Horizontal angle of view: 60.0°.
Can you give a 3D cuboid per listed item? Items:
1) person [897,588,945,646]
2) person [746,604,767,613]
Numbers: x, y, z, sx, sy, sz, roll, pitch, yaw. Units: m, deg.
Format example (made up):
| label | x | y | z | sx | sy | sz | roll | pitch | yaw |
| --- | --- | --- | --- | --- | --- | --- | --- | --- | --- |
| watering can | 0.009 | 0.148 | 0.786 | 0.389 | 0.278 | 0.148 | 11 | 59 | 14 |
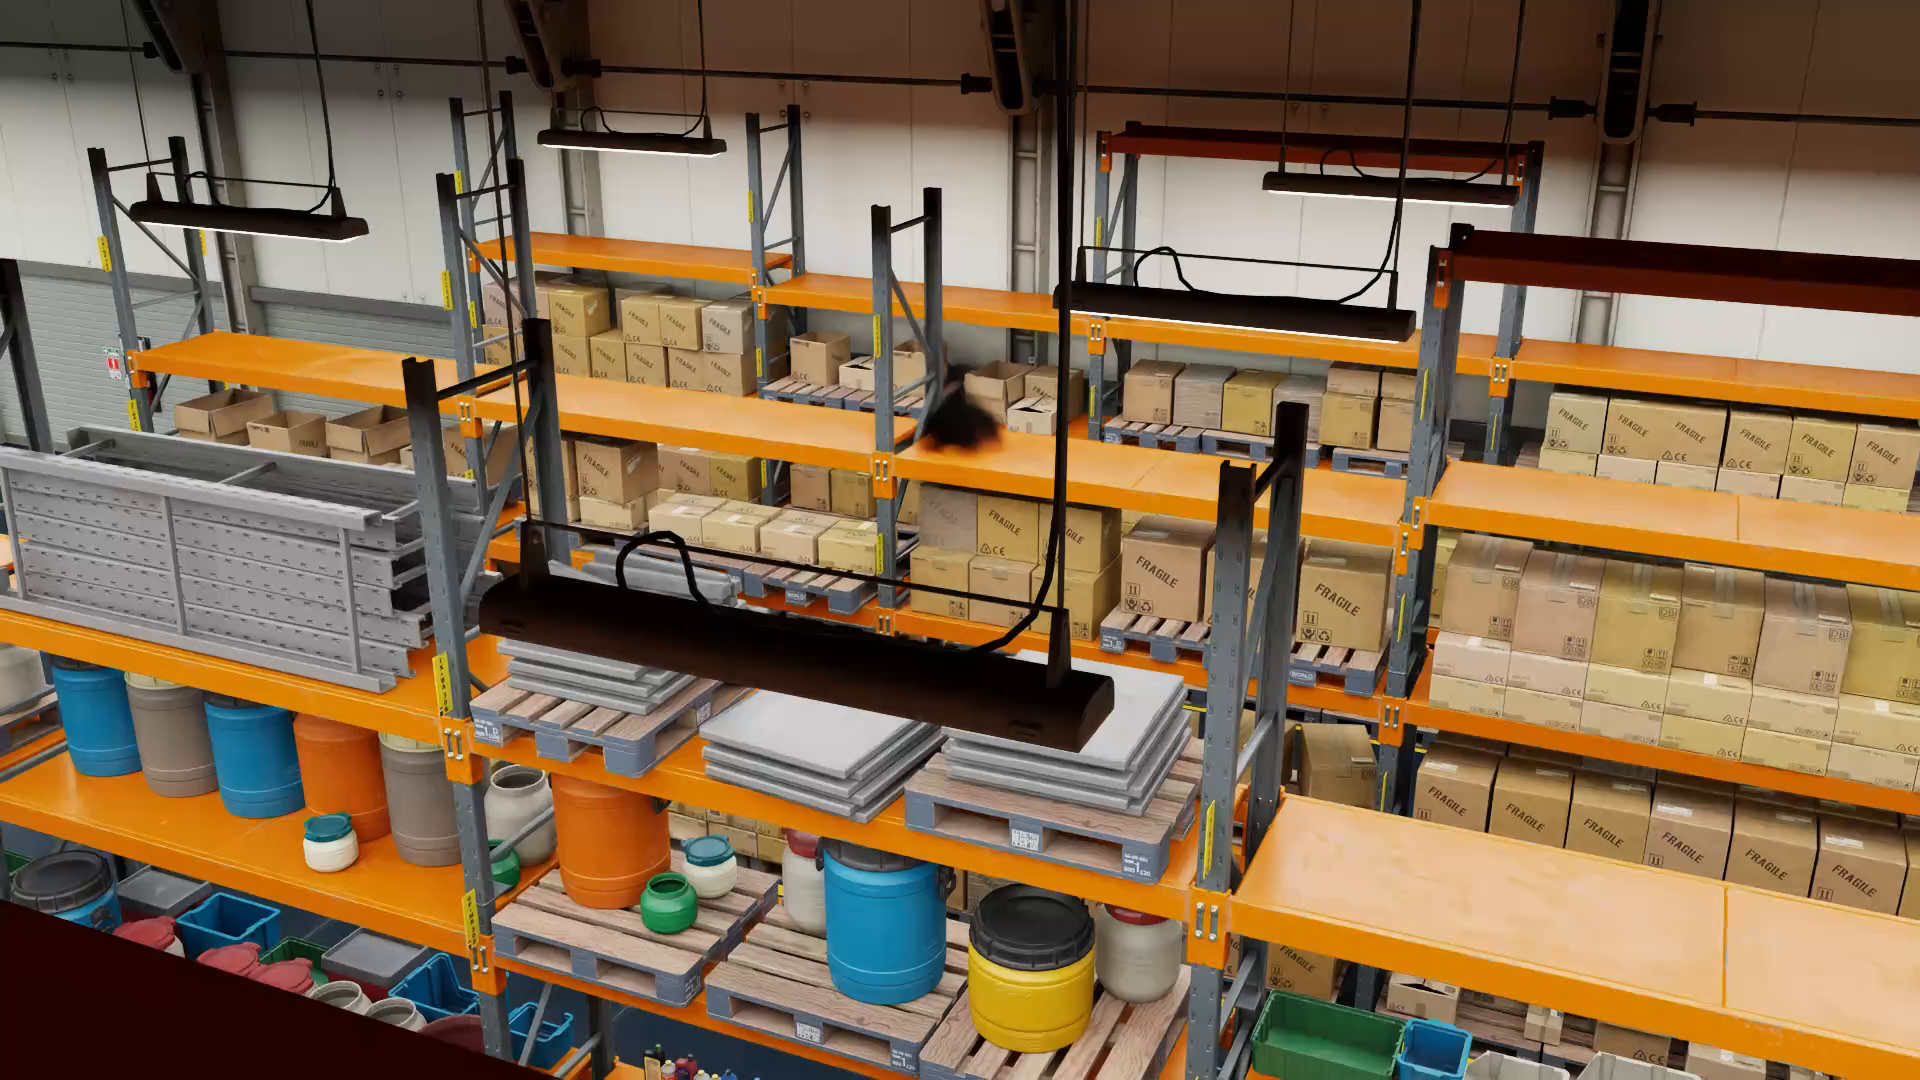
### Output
| label | x | y | z | sx | sy | sz | roll | pitch | yaw |
| --- | --- | --- | --- | --- | --- | --- | --- | --- | --- |
| person | -0.249 | 1.246 | 17.007 | 1.045 | 1.738 | 0.703 | 4 | 21 | 11 |
| person | -1.993 | 1.425 | 16.700 | 0.755 | 1.636 | 0.605 | -6 | 21 | -16 |
